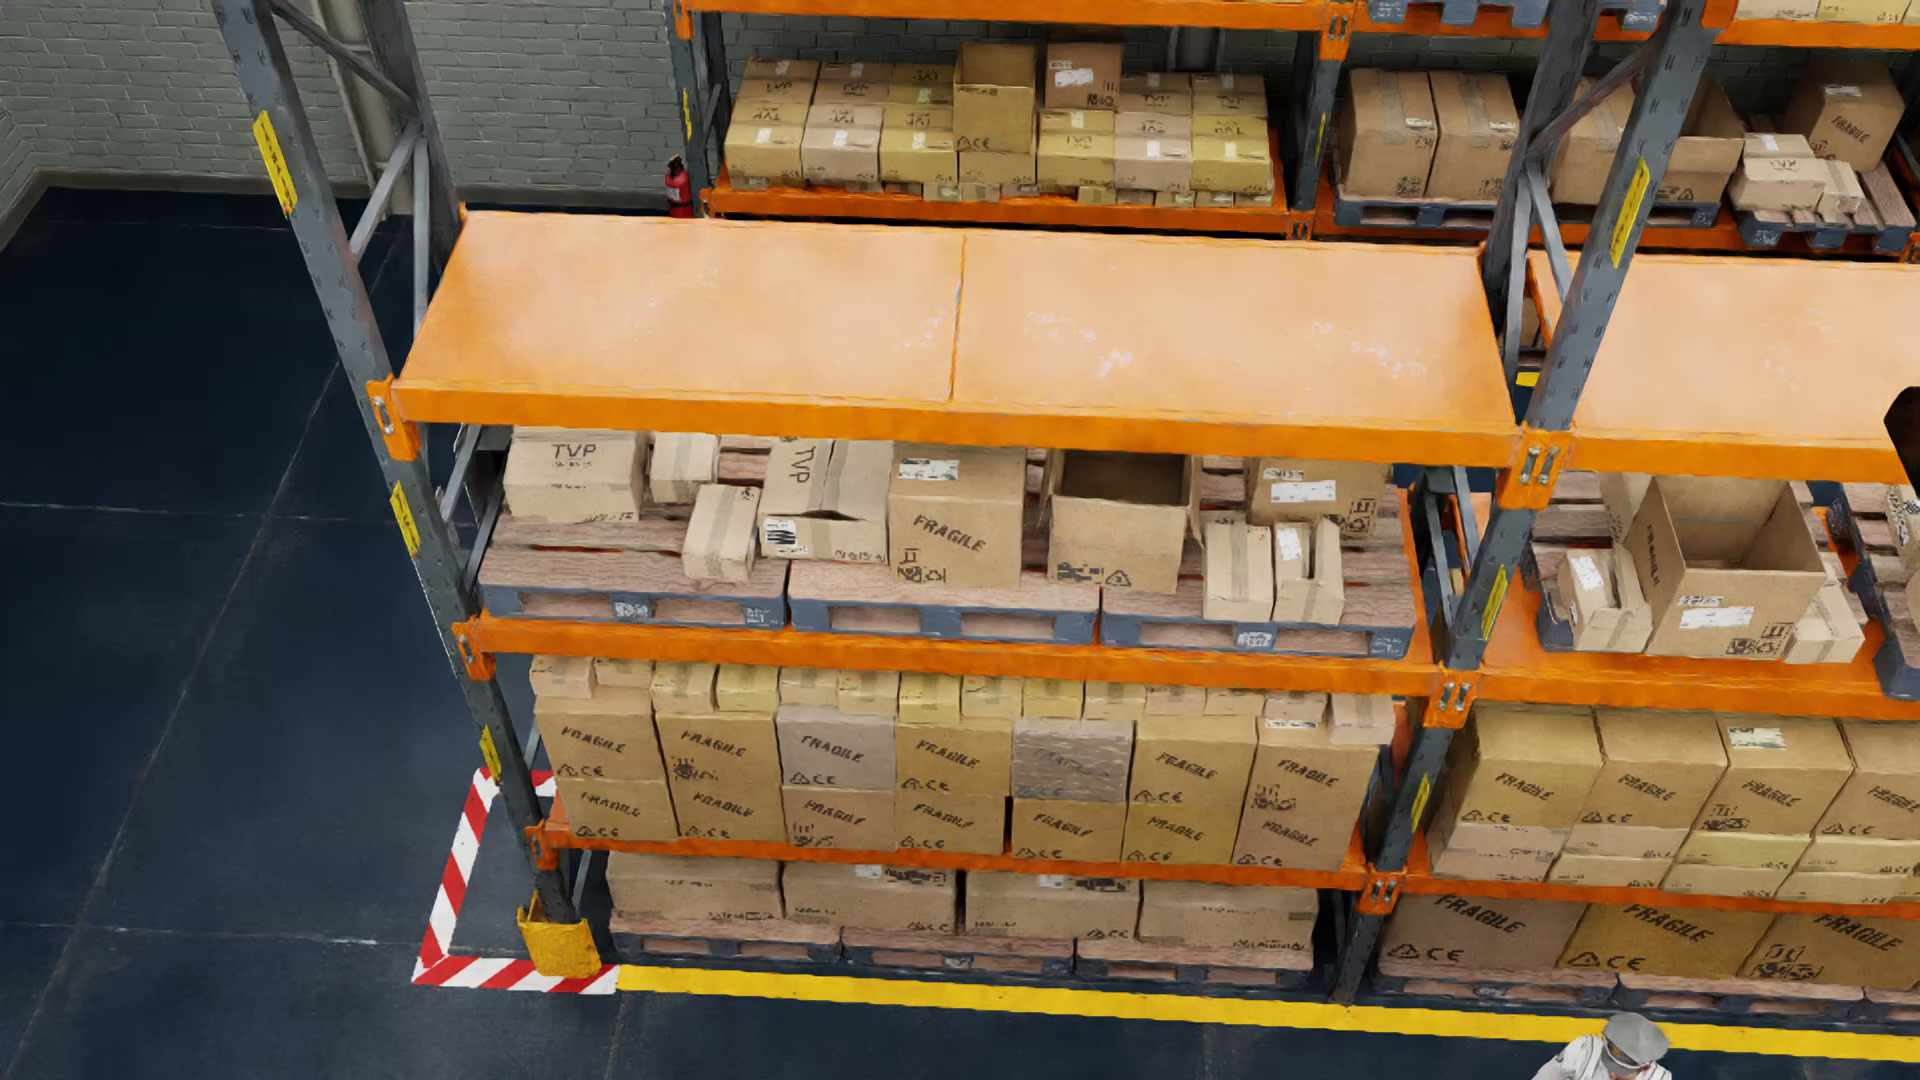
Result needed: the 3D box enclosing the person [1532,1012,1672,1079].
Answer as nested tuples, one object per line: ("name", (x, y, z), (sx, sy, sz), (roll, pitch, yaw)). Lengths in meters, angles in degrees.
("person", (2.725, 2.562, 7.282), (0.564, 1.668, 0.509), (17, 50, 15))
